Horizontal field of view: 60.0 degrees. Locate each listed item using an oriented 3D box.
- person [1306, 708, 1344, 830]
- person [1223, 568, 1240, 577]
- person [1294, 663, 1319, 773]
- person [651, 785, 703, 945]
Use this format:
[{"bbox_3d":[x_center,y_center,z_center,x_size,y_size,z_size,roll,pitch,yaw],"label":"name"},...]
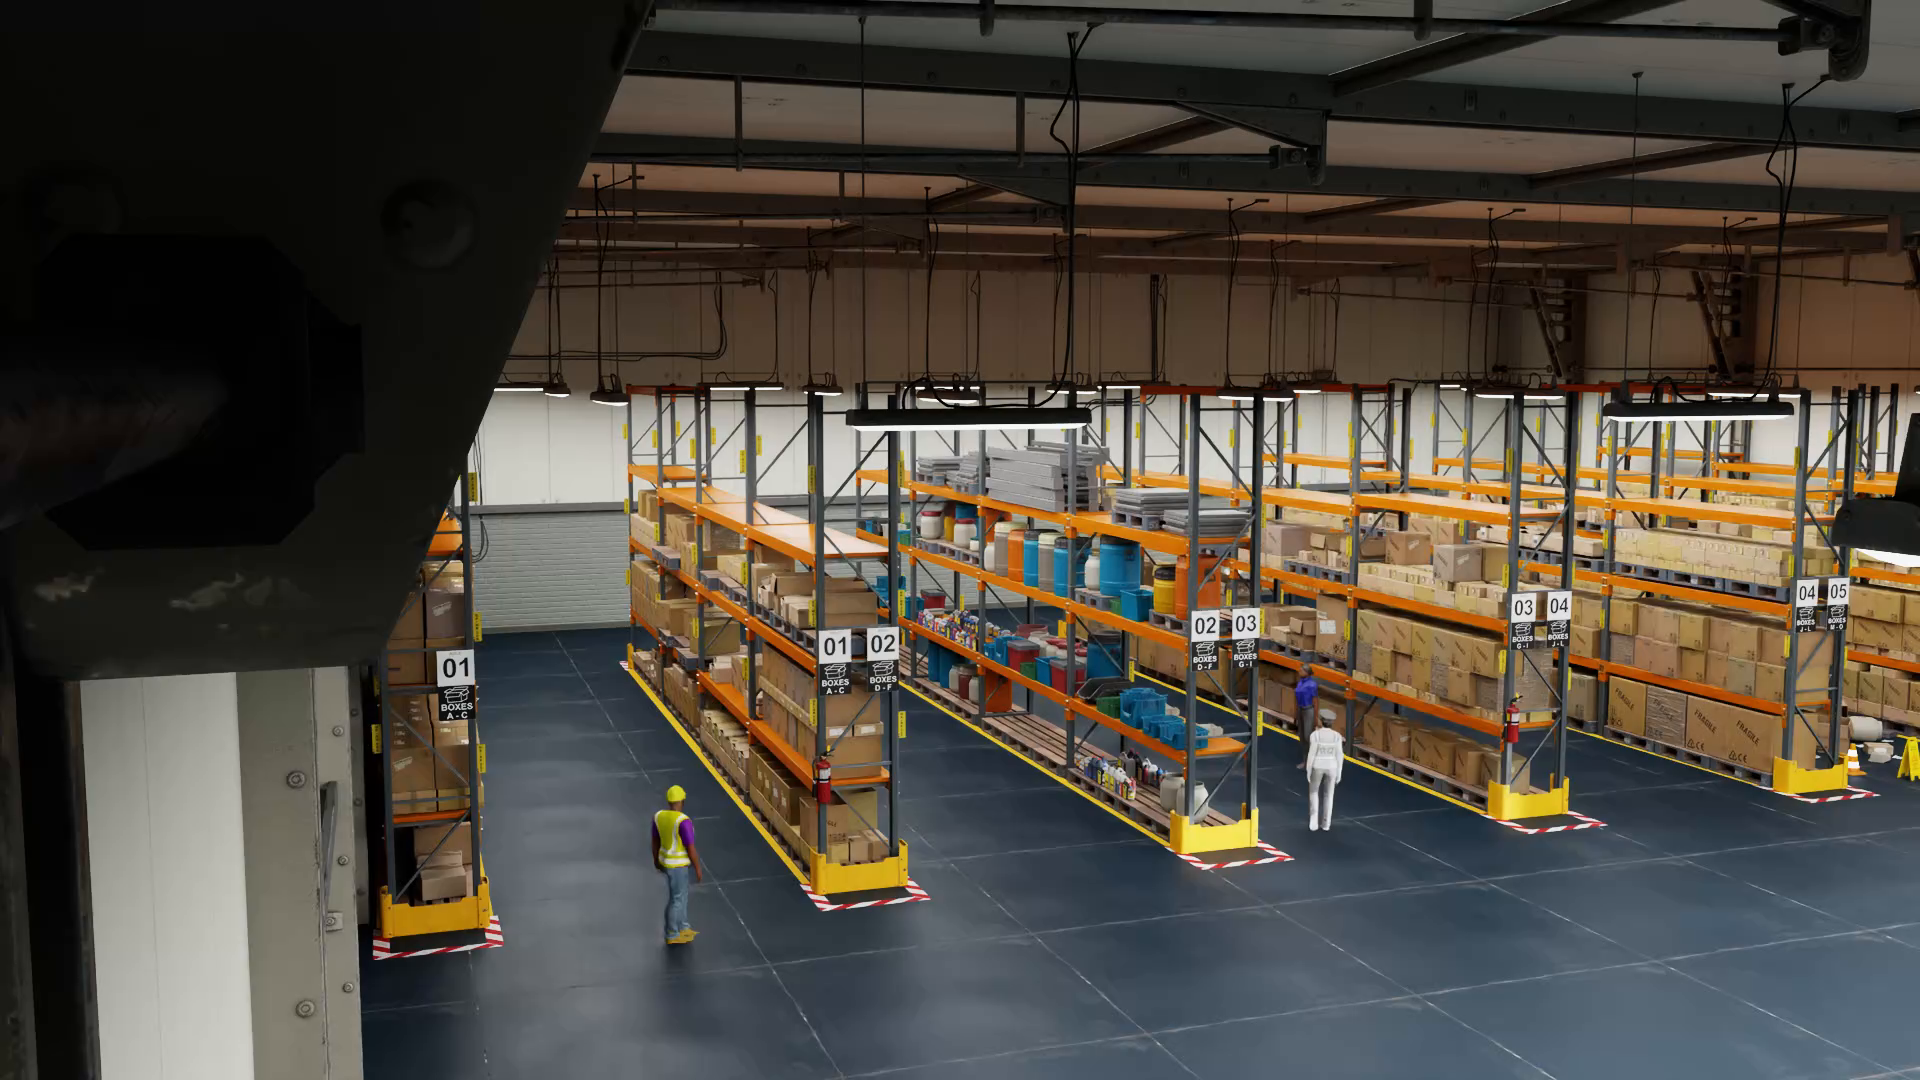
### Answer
[{"bbox_3d":[4.986,3.142,22.699,0.475,1.681,0.501,2,6,16],"label":"person"},{"bbox_3d":[6.656,1.250,40.901,0.842,1.722,0.704,-2,6,-19],"label":"person"},{"bbox_3d":[5.475,2.806,26.292,0.344,1.699,0.582,-2,6,-19],"label":"person"},{"bbox_3d":[-3.077,3.589,18.338,0.543,1.804,0.581,-3,7,-26],"label":"person"}]
